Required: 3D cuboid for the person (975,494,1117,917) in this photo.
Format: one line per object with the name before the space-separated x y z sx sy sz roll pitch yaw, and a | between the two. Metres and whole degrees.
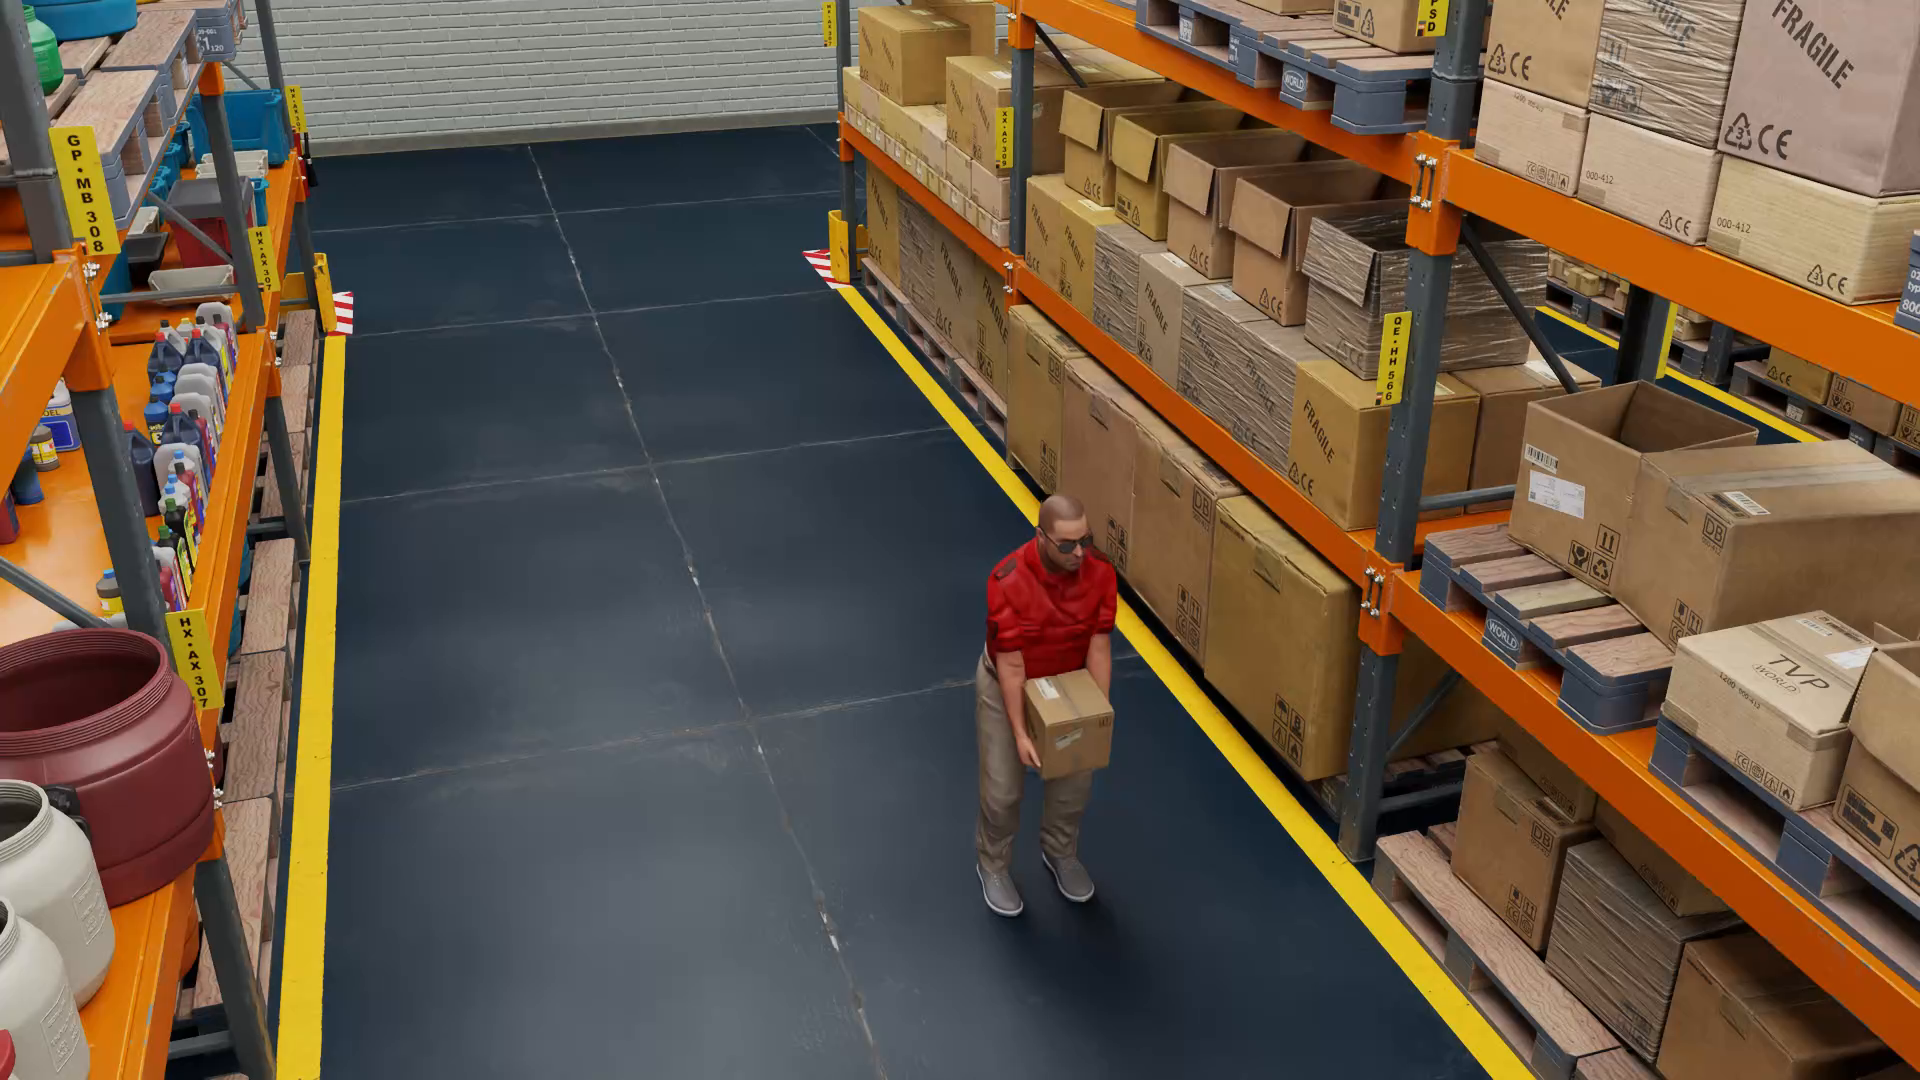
person | 0.318 0.592 5.968 0.478 1.702 0.579 -9 27 -17
